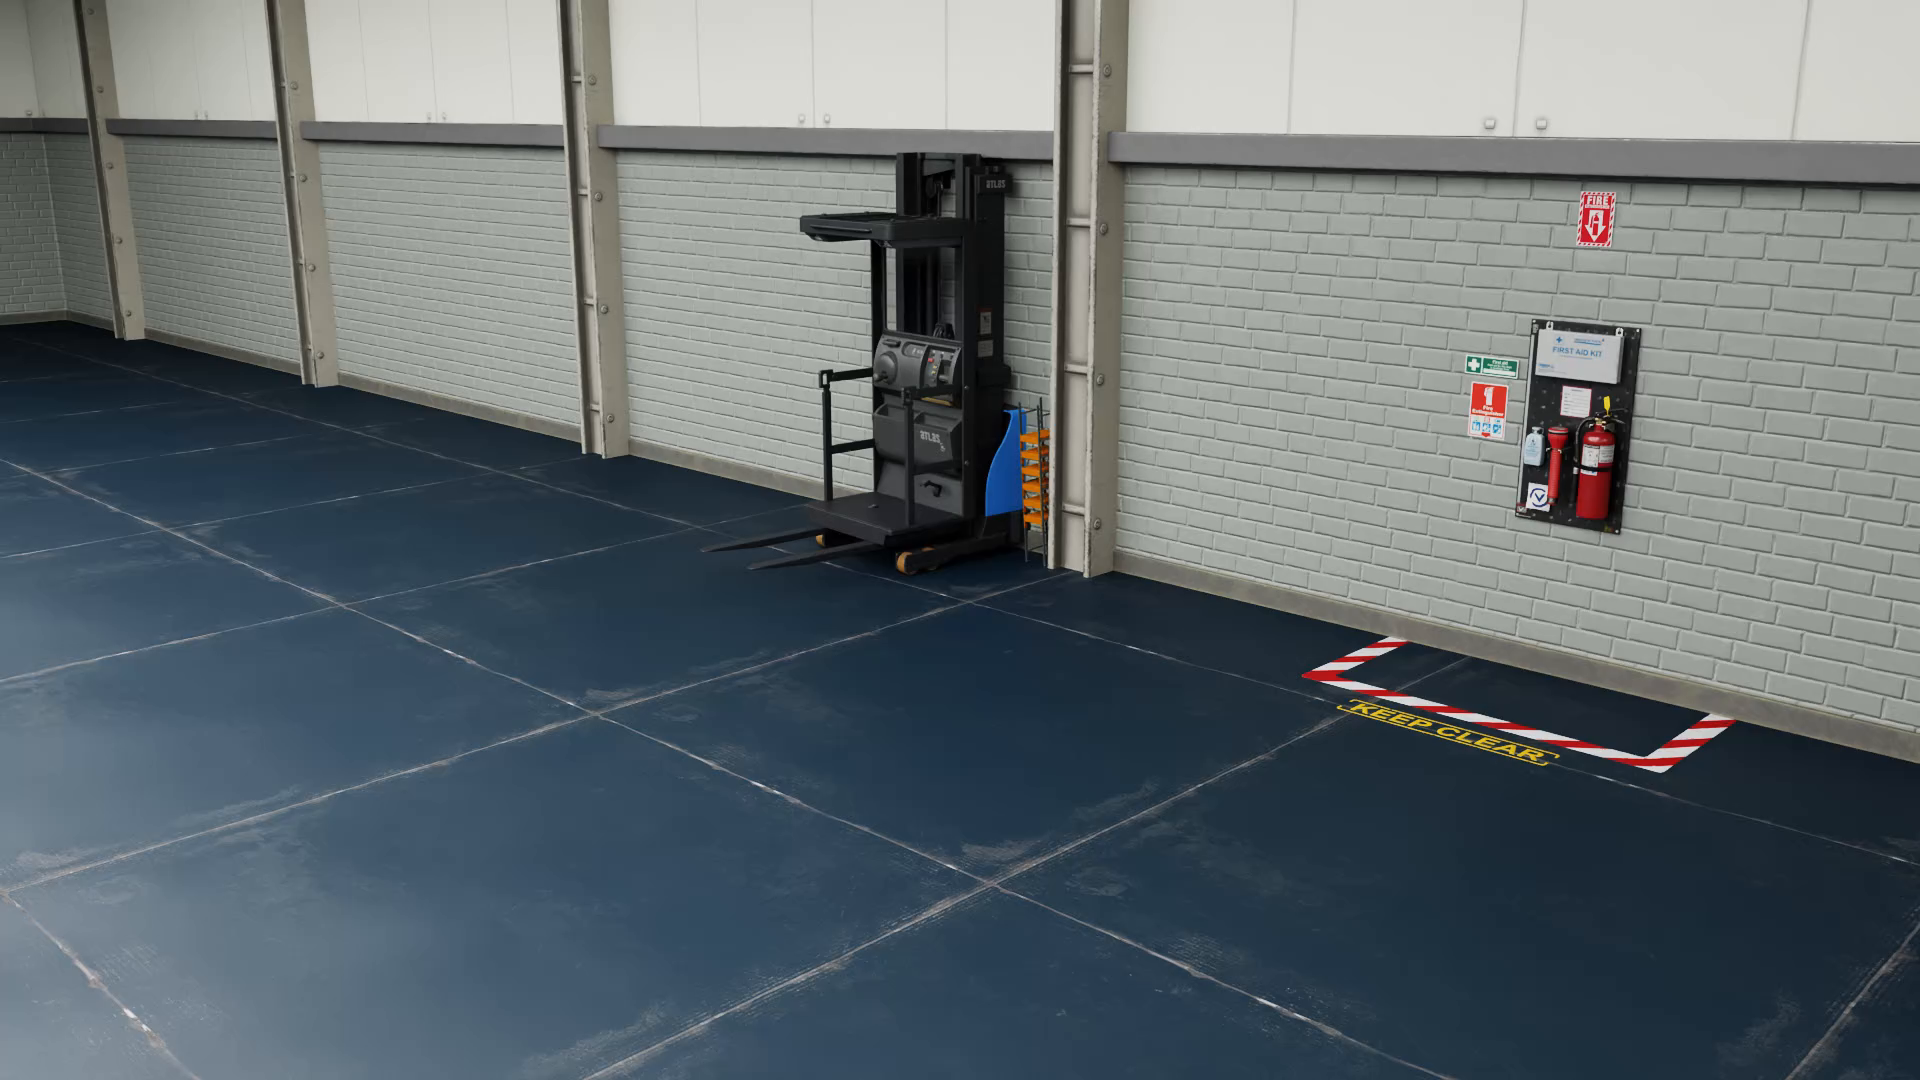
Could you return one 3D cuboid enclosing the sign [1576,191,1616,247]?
[{"bbox_3d":[3.516,-1.774,9.194,0.199,0.298,0.001,14,20,42],"label":"sign"}]

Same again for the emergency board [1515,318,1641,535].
[{"bbox_3d":[3.453,-0.633,9.411,0.643,1.169,0.194,14,20,42],"label":"emergency board"}]

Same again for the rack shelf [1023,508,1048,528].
[{"bbox_3d":[0.621,-0.151,12.222,0.258,0.103,0.180,-18,21,-40],"label":"rack shelf"}]

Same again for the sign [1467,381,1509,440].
[{"bbox_3d":[3.127,-0.766,9.850,0.234,0.329,0.001,14,20,42],"label":"sign"}]

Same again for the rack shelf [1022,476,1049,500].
[{"bbox_3d":[0.608,-0.381,12.156,0.258,0.103,0.180,-18,21,-40],"label":"rack shelf"}]

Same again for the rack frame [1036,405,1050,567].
[{"bbox_3d":[0.668,-0.409,12.079,0.240,1.200,0.006,-18,21,-40],"label":"rack frame"}]

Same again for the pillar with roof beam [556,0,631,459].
[{"bbox_3d":[-6.421,-4.415,12.030,0.400,9.000,9.100,14,20,42],"label":"pillar with roof beam"}]

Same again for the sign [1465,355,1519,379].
[{"bbox_3d":[3.124,-1.020,9.774,0.331,0.109,0.001,14,20,42],"label":"sign"}]

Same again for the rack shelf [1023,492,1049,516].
[{"bbox_3d":[0.615,-0.266,12.189,0.258,0.103,0.180,-18,21,-40],"label":"rack shelf"}]

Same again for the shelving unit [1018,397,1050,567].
[{"bbox_3d":[0.605,-0.424,12.144,0.258,1.200,0.189,-18,21,-40],"label":"shelving unit"}]

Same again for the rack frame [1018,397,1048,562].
[{"bbox_3d":[0.542,-0.439,12.208,0.240,1.200,0.006,-18,21,-40],"label":"rack frame"}]

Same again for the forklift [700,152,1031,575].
[{"bbox_3d":[-0.478,-1.316,12.169,3.031,2.935,1.130,-12,19,-39],"label":"forklift"}]

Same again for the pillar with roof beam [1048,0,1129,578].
[{"bbox_3d":[-2.102,-3.365,8.000,0.400,9.000,9.100,14,20,42],"label":"pillar with roof beam"}]

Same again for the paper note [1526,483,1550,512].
[{"bbox_3d":[3.374,-0.250,9.690,0.142,0.148,0.016,14,20,42],"label":"paper note"}]

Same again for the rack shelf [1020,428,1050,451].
[{"bbox_3d":[0.587,-0.727,12.057,0.258,0.103,0.180,-18,21,-40],"label":"rack shelf"}]

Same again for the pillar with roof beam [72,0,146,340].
[{"bbox_3d":[-15.060,-6.515,20.090,0.400,9.000,9.100,14,20,42],"label":"pillar with roof beam"}]

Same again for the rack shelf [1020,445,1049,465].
[{"bbox_3d":[0.594,-0.612,12.090,0.258,0.103,0.180,-18,21,-40],"label":"rack shelf"}]

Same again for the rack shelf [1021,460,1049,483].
[{"bbox_3d":[0.601,-0.497,12.123,0.258,0.103,0.180,-18,21,-40],"label":"rack shelf"}]

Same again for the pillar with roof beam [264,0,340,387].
[{"bbox_3d":[-10.740,-5.465,16.060,0.400,9.000,9.100,14,20,42],"label":"pillar with roof beam"}]
